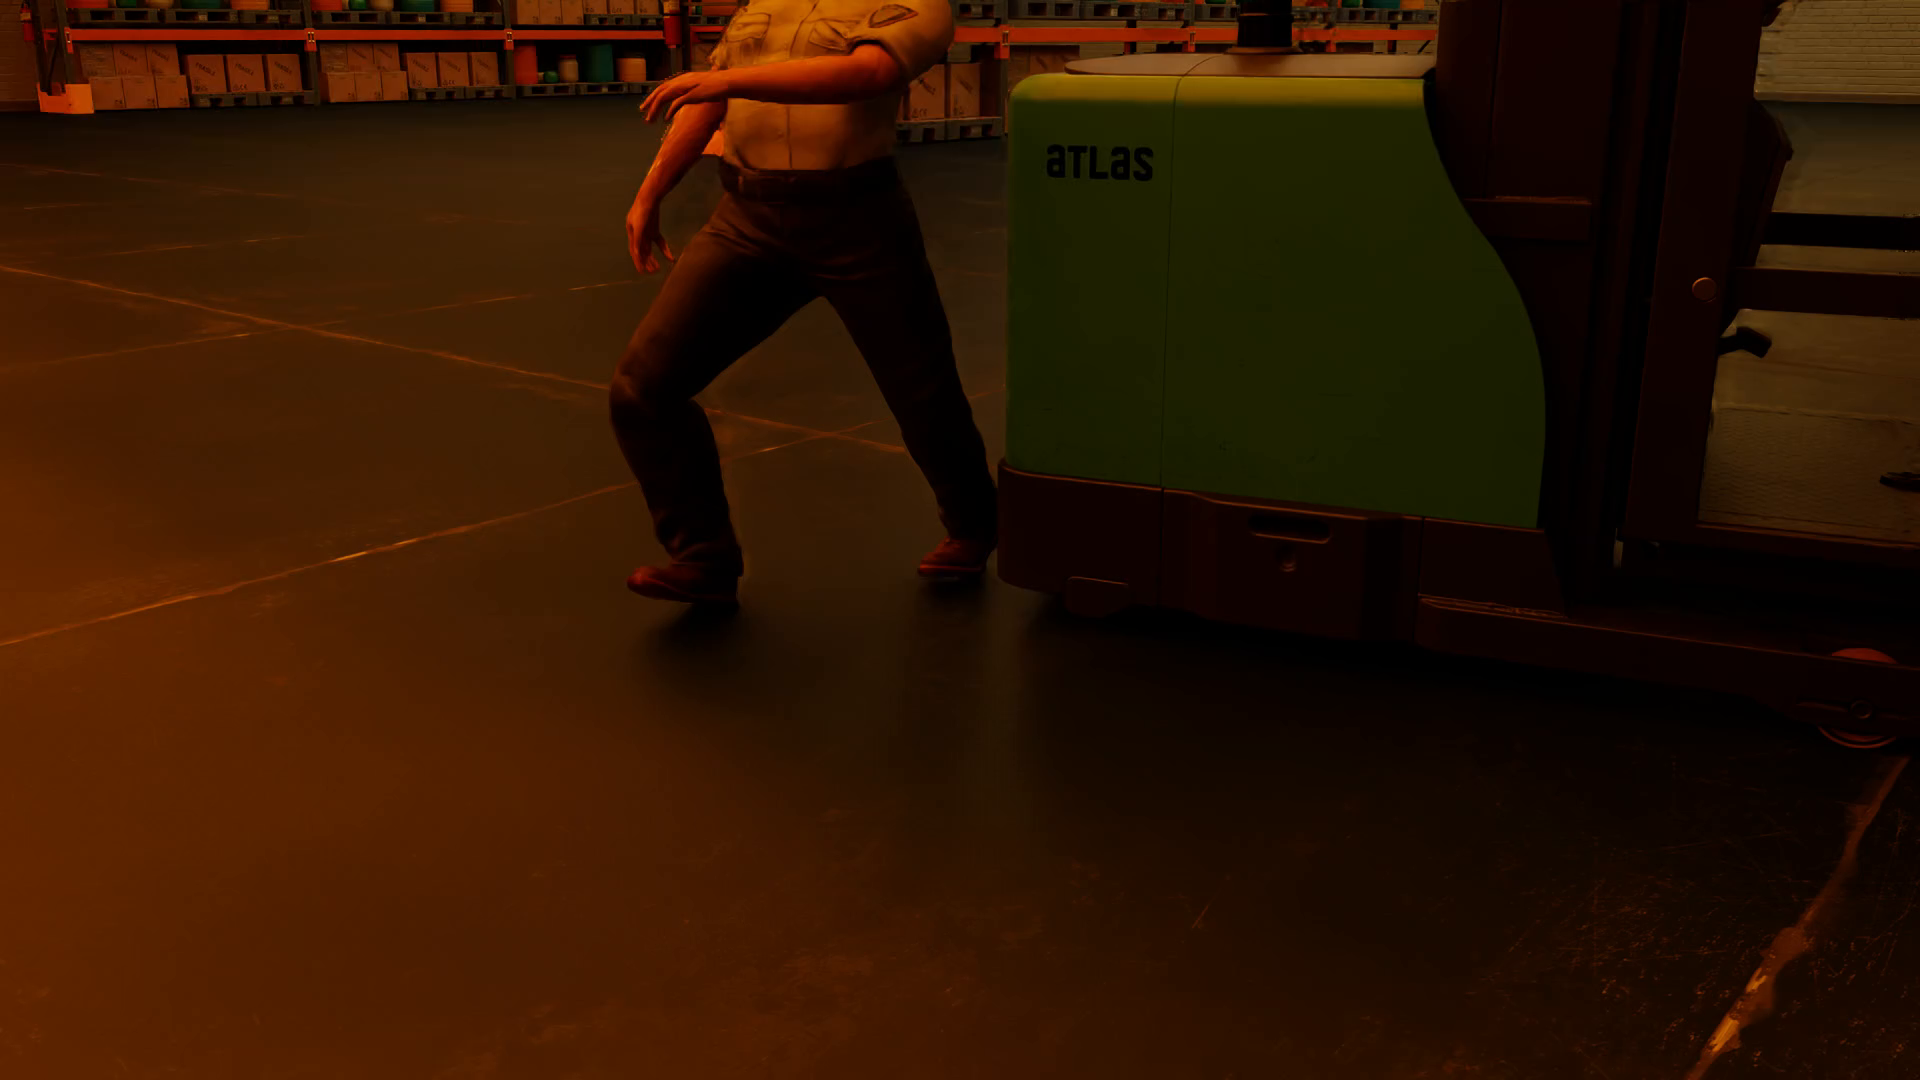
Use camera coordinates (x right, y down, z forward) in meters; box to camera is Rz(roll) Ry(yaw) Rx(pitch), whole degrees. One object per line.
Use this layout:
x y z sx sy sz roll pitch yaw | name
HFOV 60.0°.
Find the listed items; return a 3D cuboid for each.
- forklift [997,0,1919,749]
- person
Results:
1.640 -1.204 2.864 3.031 2.935 1.130 7 18 23 | forklift
-0.344 -0.587 3.275 0.738 1.534 0.831 6 18 18 | person
